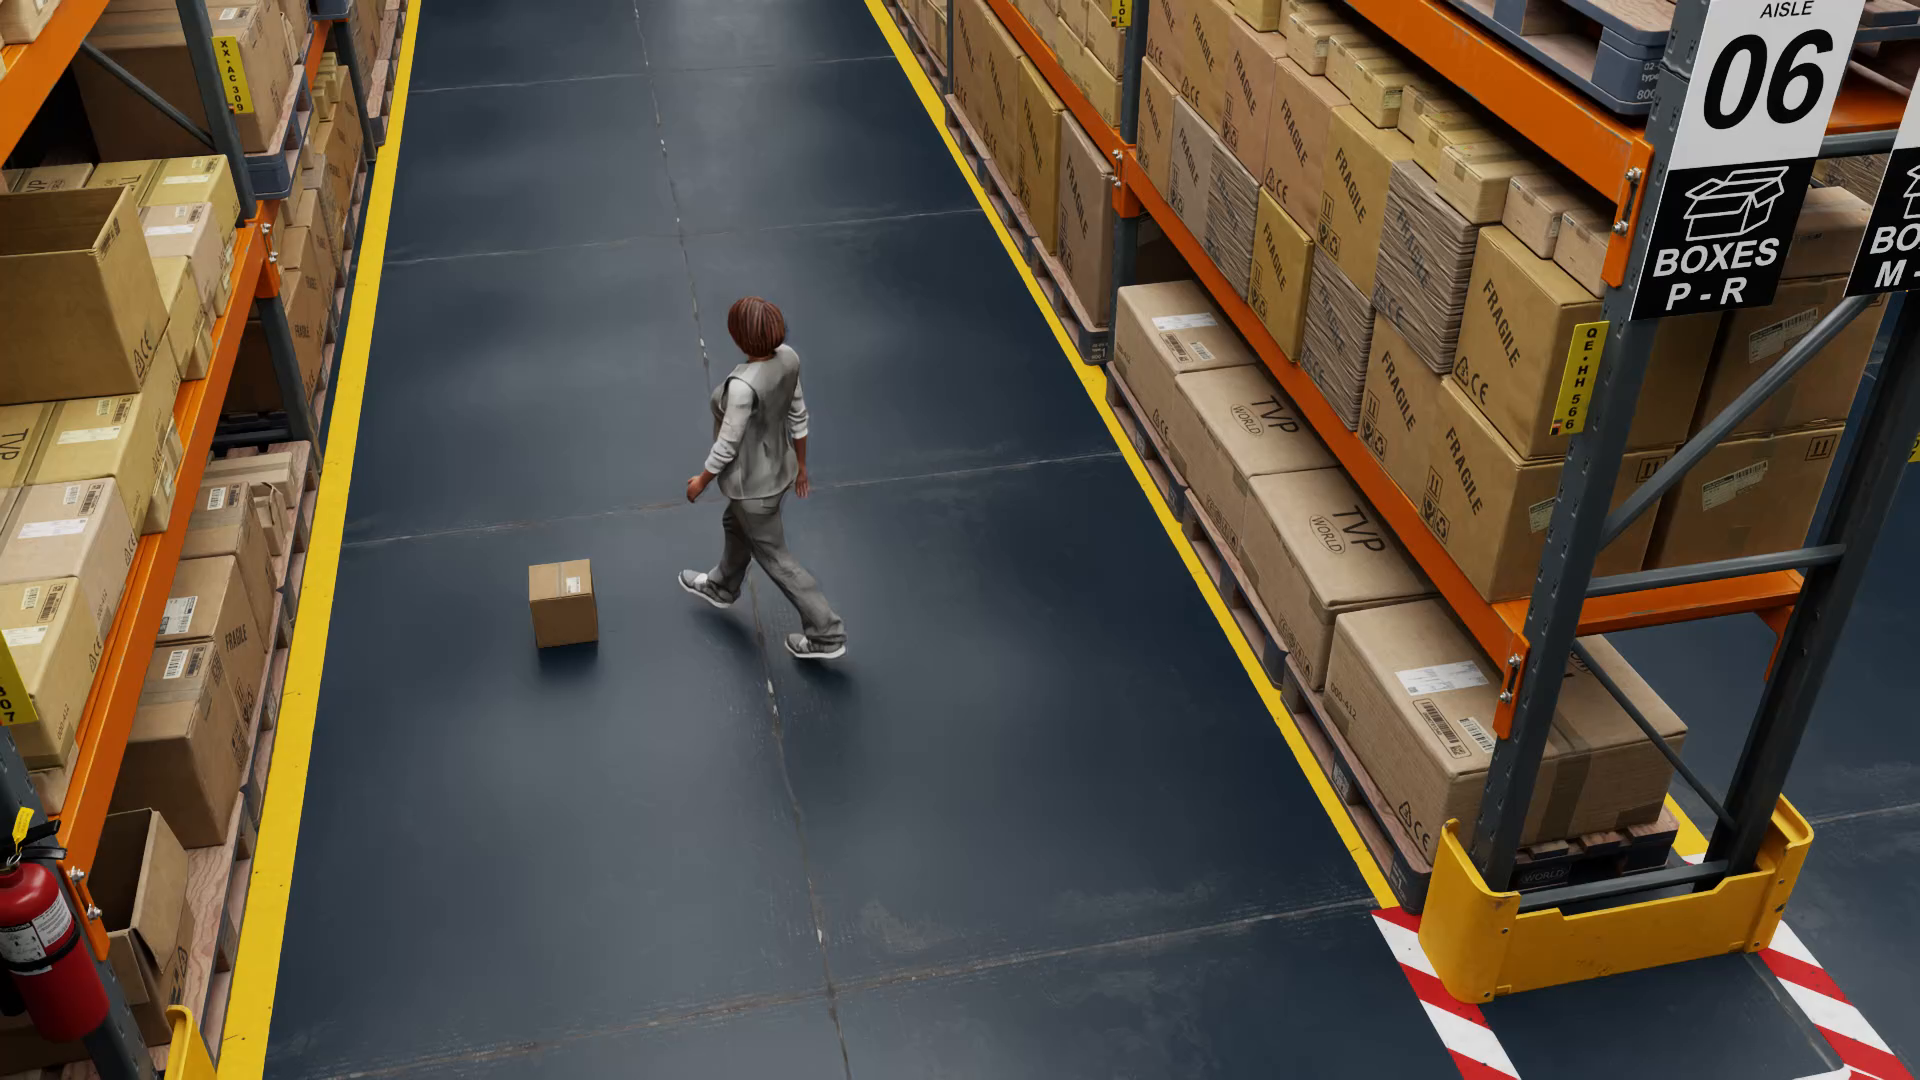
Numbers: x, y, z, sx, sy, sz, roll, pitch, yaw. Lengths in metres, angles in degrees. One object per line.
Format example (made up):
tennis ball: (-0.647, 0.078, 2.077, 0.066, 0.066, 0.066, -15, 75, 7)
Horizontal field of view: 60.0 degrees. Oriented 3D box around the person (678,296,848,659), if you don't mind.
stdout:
person: (-0.843, -0.248, 6.522, 0.881, 1.523, 0.419, 12, 37, 17)
